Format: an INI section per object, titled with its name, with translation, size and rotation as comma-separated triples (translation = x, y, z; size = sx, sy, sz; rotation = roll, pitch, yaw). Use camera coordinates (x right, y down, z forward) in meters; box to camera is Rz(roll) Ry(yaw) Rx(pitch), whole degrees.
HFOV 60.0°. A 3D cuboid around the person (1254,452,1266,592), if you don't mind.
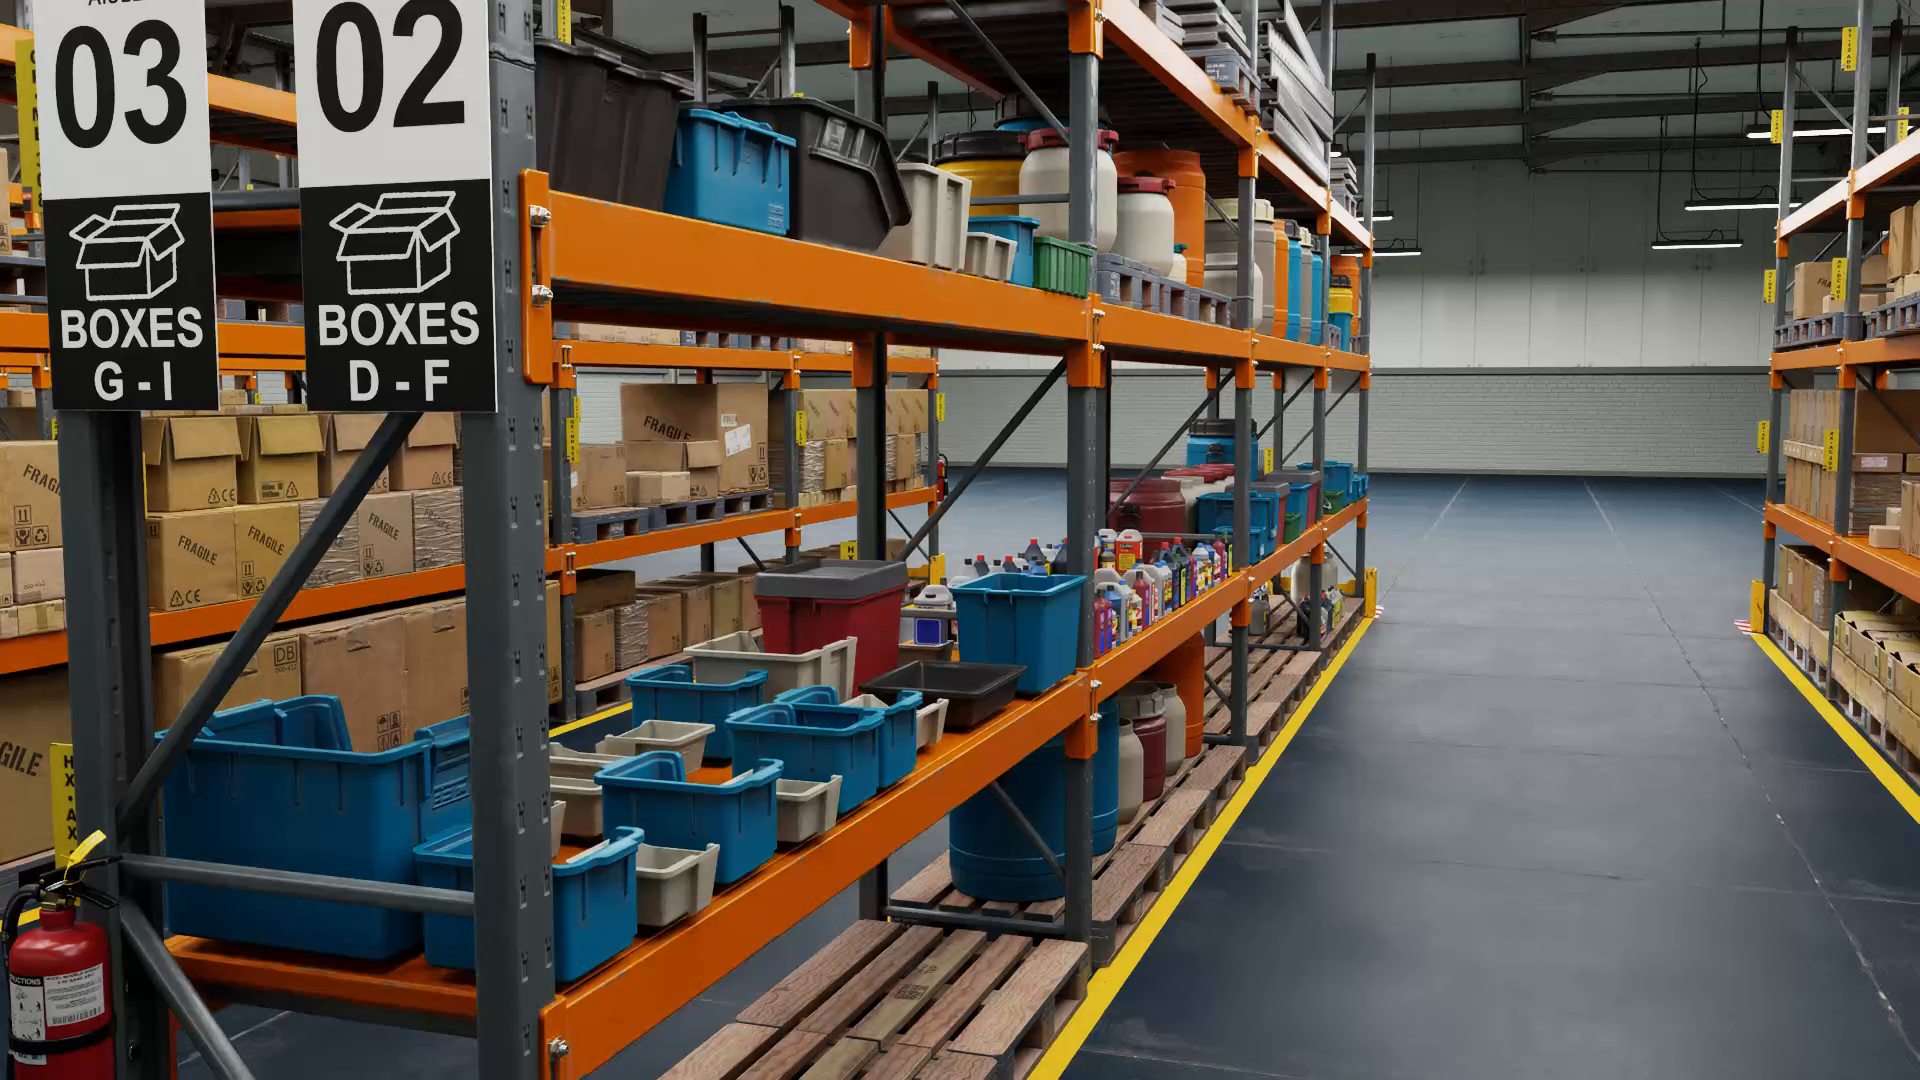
[person]
translation = 3.597, -0.199, 19.630
size = 0.582, 1.705, 0.549
rotation = -1, 5, -9
